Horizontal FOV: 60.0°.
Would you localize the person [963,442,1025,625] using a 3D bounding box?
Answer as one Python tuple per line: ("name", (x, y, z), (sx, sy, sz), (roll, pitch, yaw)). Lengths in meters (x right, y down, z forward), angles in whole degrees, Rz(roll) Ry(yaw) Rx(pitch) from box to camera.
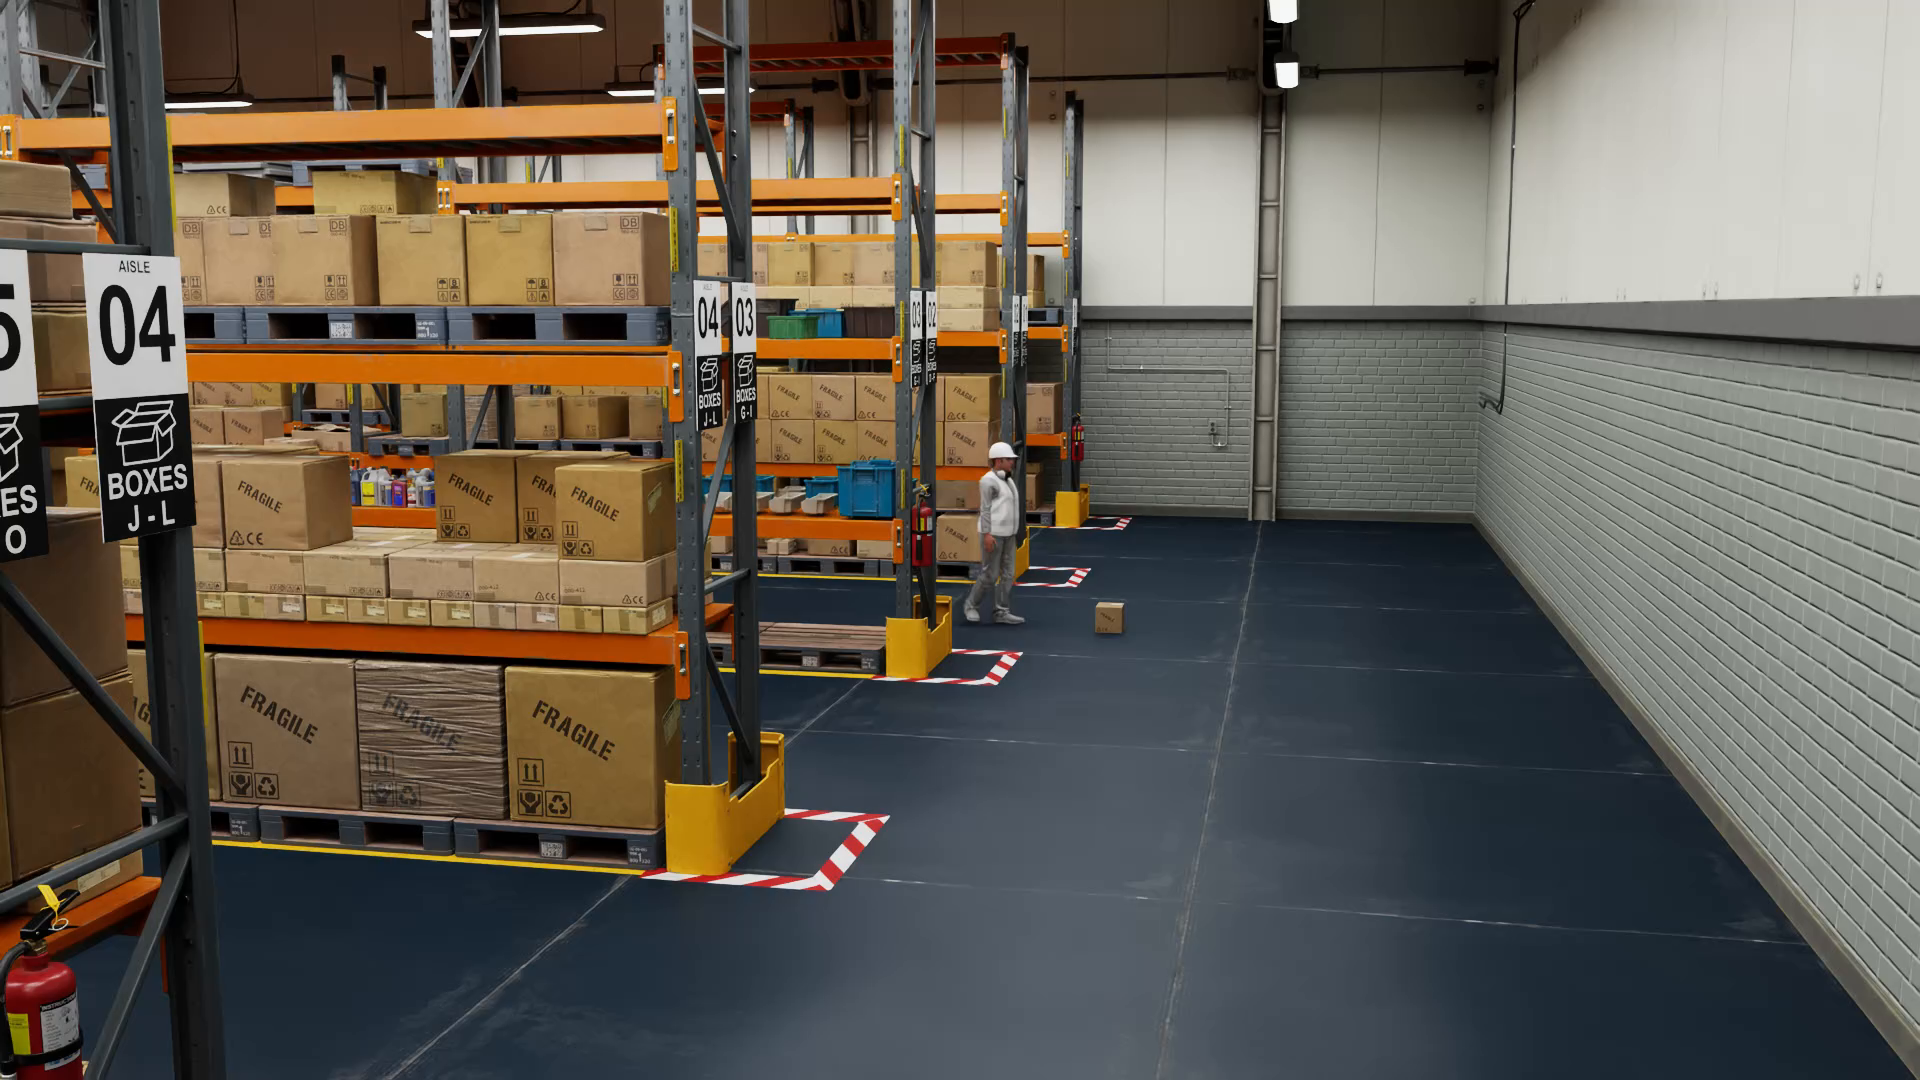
("person", (0.330, -0.063, 16.153), (0.596, 1.774, 0.562), (5, 9, 30))
